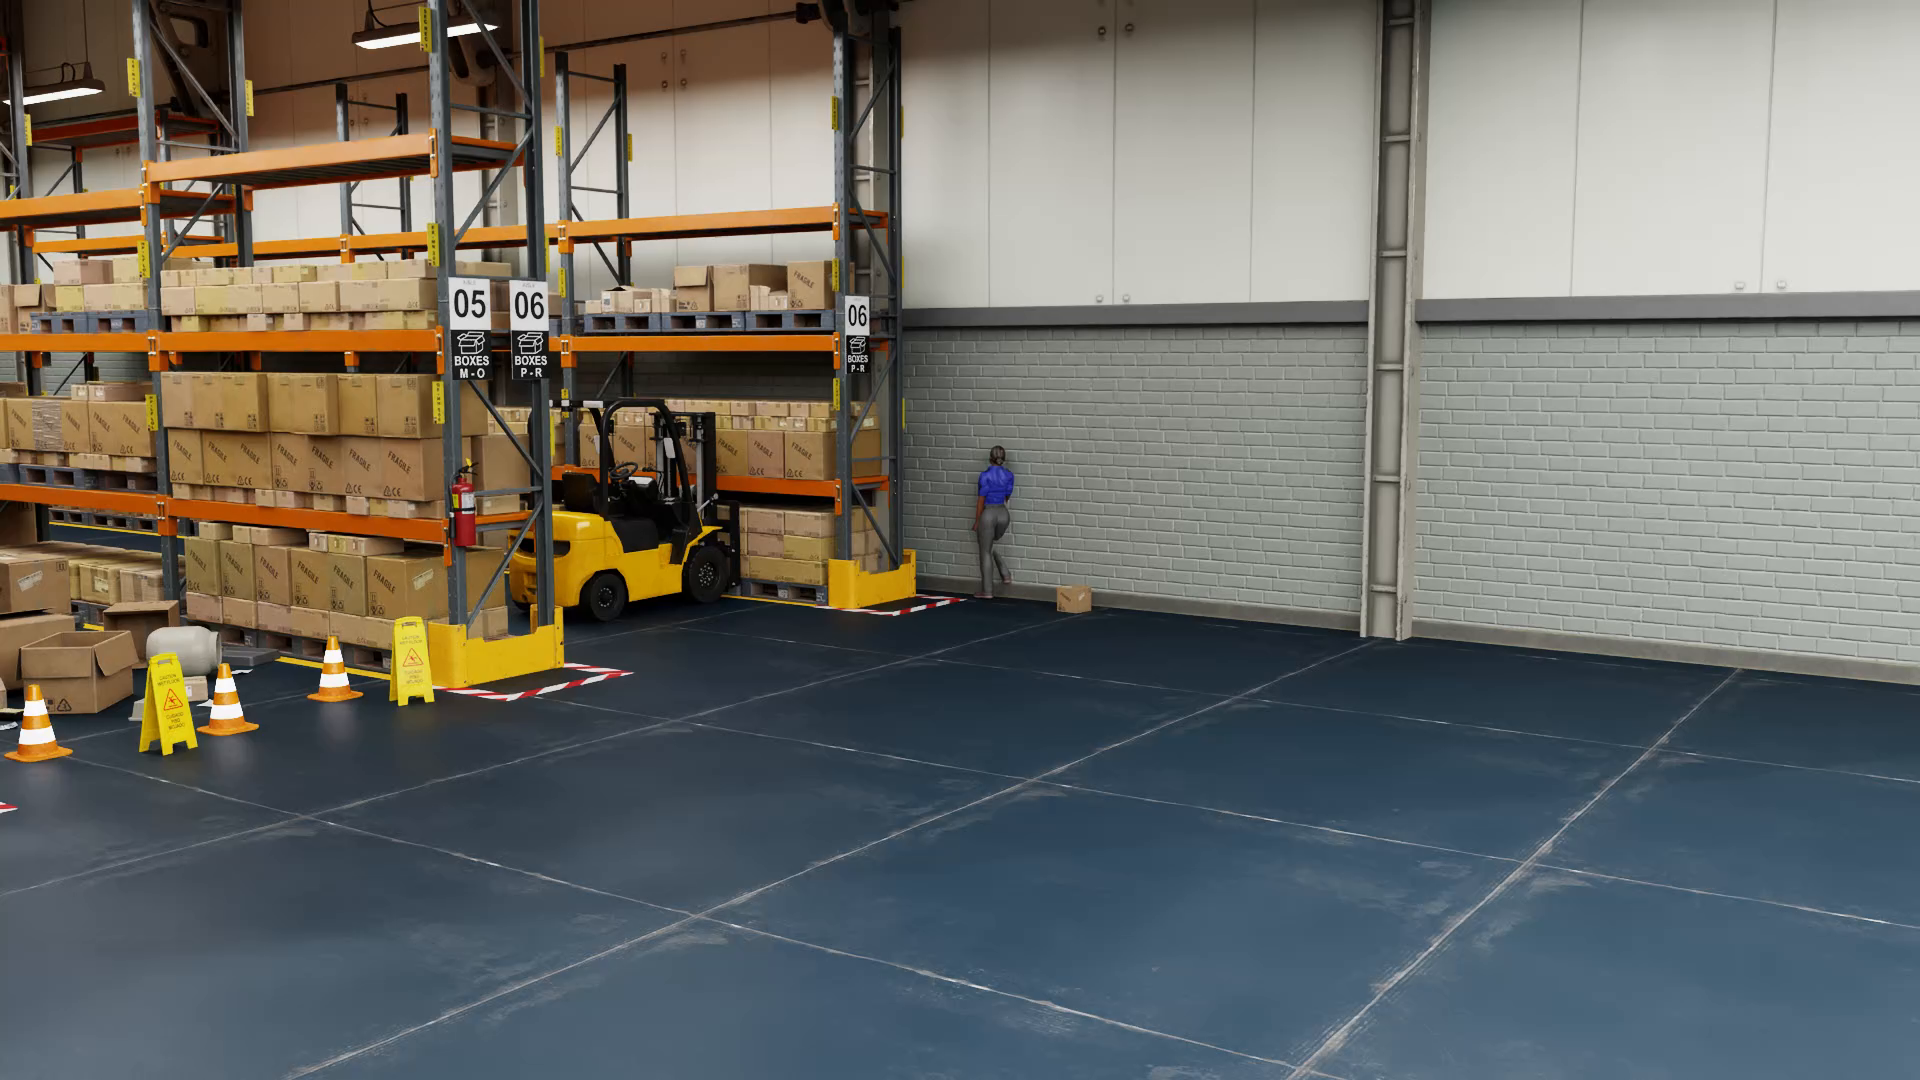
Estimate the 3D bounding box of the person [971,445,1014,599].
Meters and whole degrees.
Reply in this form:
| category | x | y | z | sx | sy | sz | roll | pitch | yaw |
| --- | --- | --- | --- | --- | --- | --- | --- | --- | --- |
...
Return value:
| category | x | y | z | sx | sy | sz | roll | pitch | yaw |
| --- | --- | --- | --- | --- | --- | --- | --- | --- | --- |
| person | 0.345 | -0.200 | 17.857 | 0.449 | 1.644 | 0.506 | -3 | 7 | -27 |
